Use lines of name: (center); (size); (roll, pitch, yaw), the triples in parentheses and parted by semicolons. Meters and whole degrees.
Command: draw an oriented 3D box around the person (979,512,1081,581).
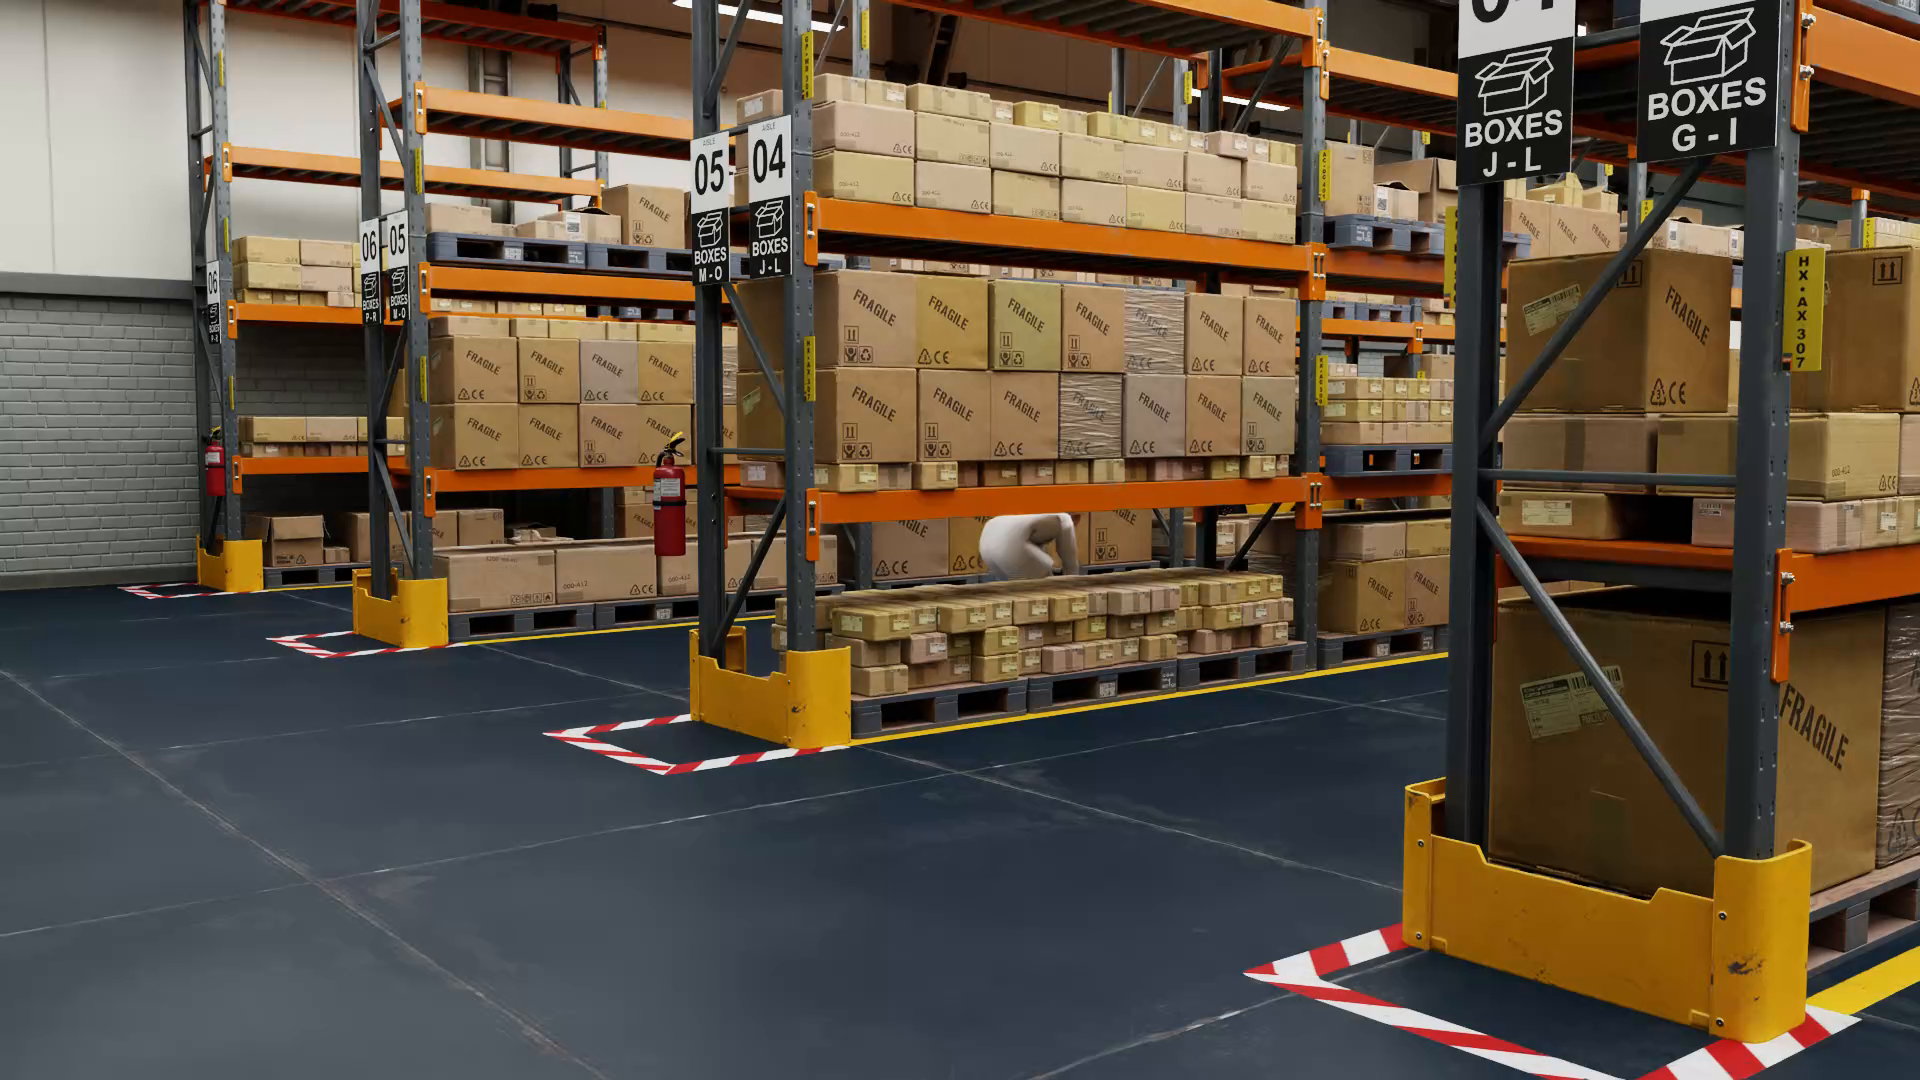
person: (0.553, 0.260, 12.158); (0.941, 1.079, 0.582); (-4, 6, -42)
